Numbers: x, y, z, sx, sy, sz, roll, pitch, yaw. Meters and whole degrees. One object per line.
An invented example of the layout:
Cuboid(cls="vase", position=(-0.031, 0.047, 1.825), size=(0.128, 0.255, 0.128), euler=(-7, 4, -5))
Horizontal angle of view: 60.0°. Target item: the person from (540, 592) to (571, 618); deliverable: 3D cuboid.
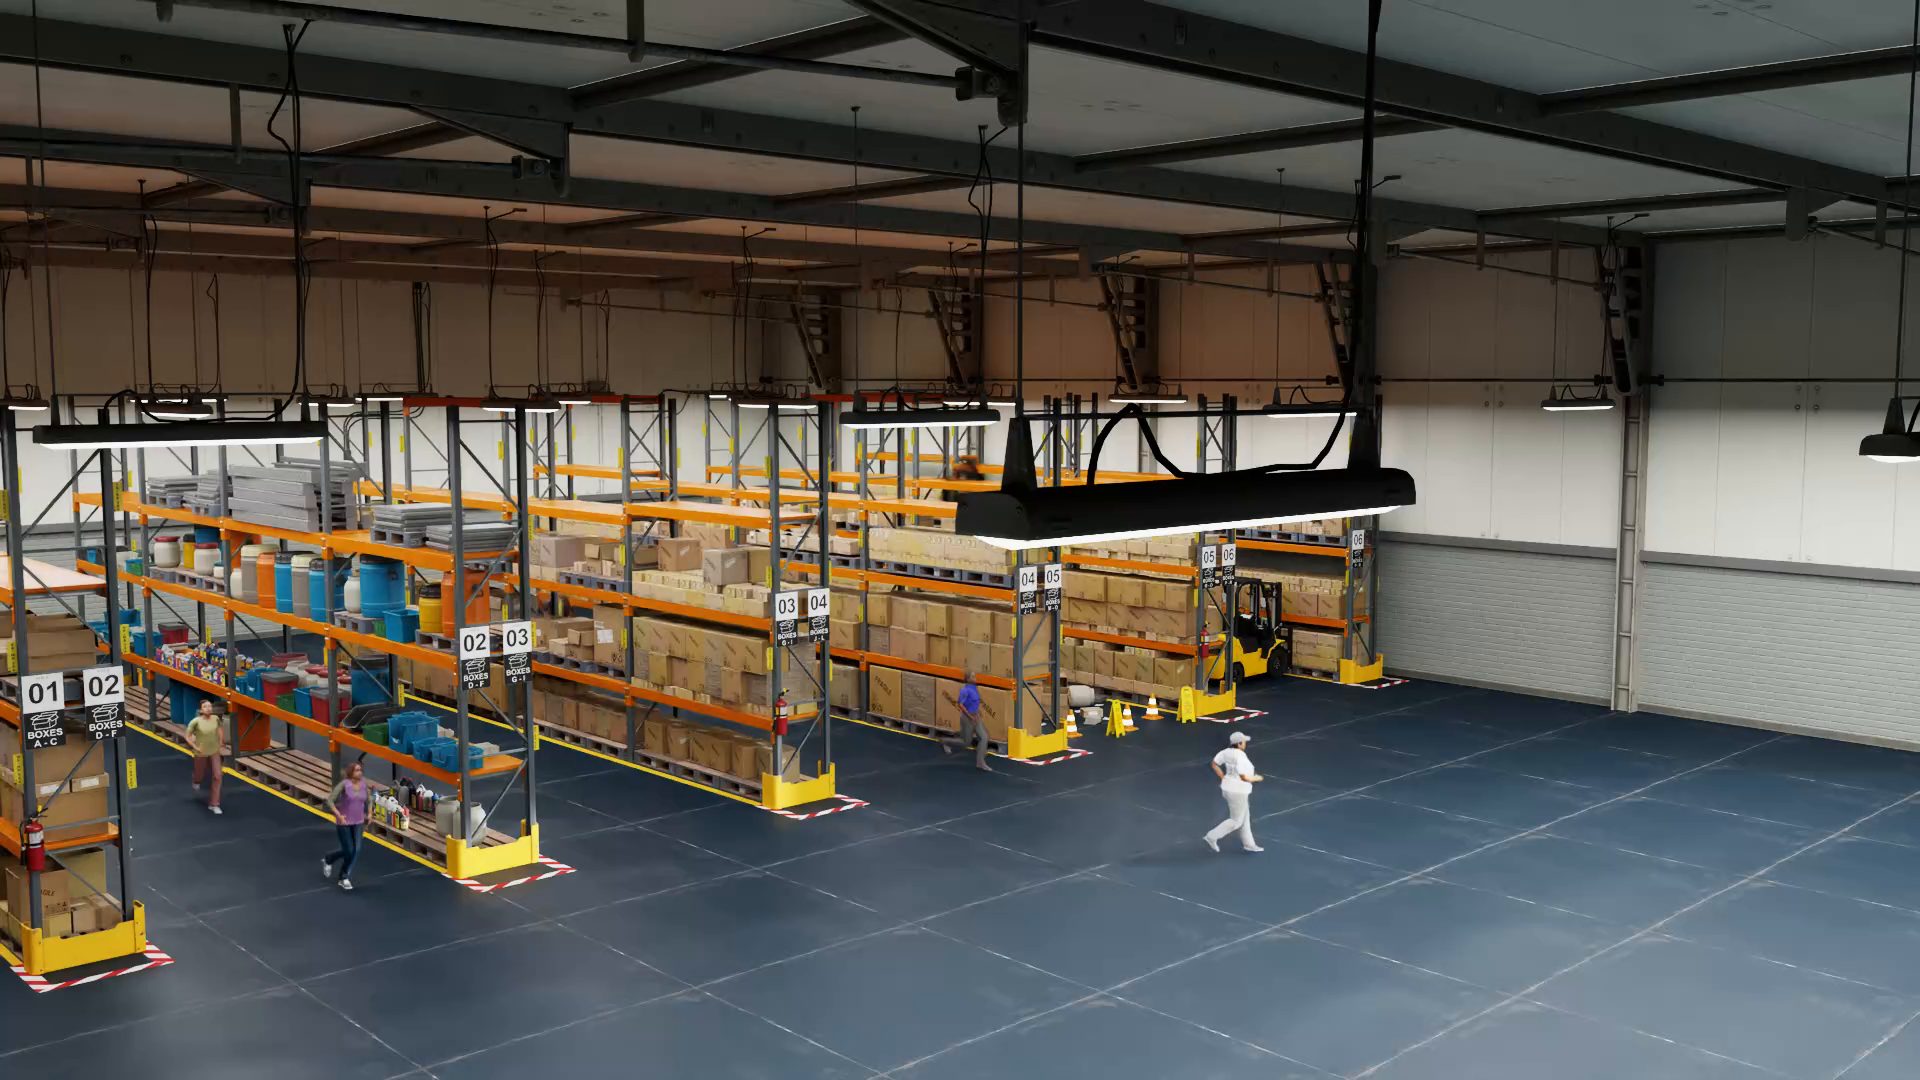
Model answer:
Cuboid(cls="person", position=(-8.943, 1.890, 36.941), size=(0.720, 1.762, 0.795), euler=(-5, 8, -44))

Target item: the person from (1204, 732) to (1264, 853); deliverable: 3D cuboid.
Cuboid(cls="person", position=(3.643, 3.370, 22.044), size=(0.931, 1.667, 0.611), euler=(-2, 6, -16))

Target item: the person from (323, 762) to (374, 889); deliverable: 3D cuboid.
Cuboid(cls="person", position=(-7.667, 3.552, 20.911), size=(0.536, 1.562, 0.581), euler=(5, 7, 39))

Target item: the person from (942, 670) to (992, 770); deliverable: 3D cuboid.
Cuboid(cls="person", position=(0.116, 2.884, 27.124), size=(0.711, 1.534, 0.568), euler=(3, 6, 30))

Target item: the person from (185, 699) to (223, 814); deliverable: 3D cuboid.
Cuboid(cls="person", position=(-11.136, 3.167, 24.564), size=(0.562, 1.650, 0.985), euler=(-4, 7, -37))
